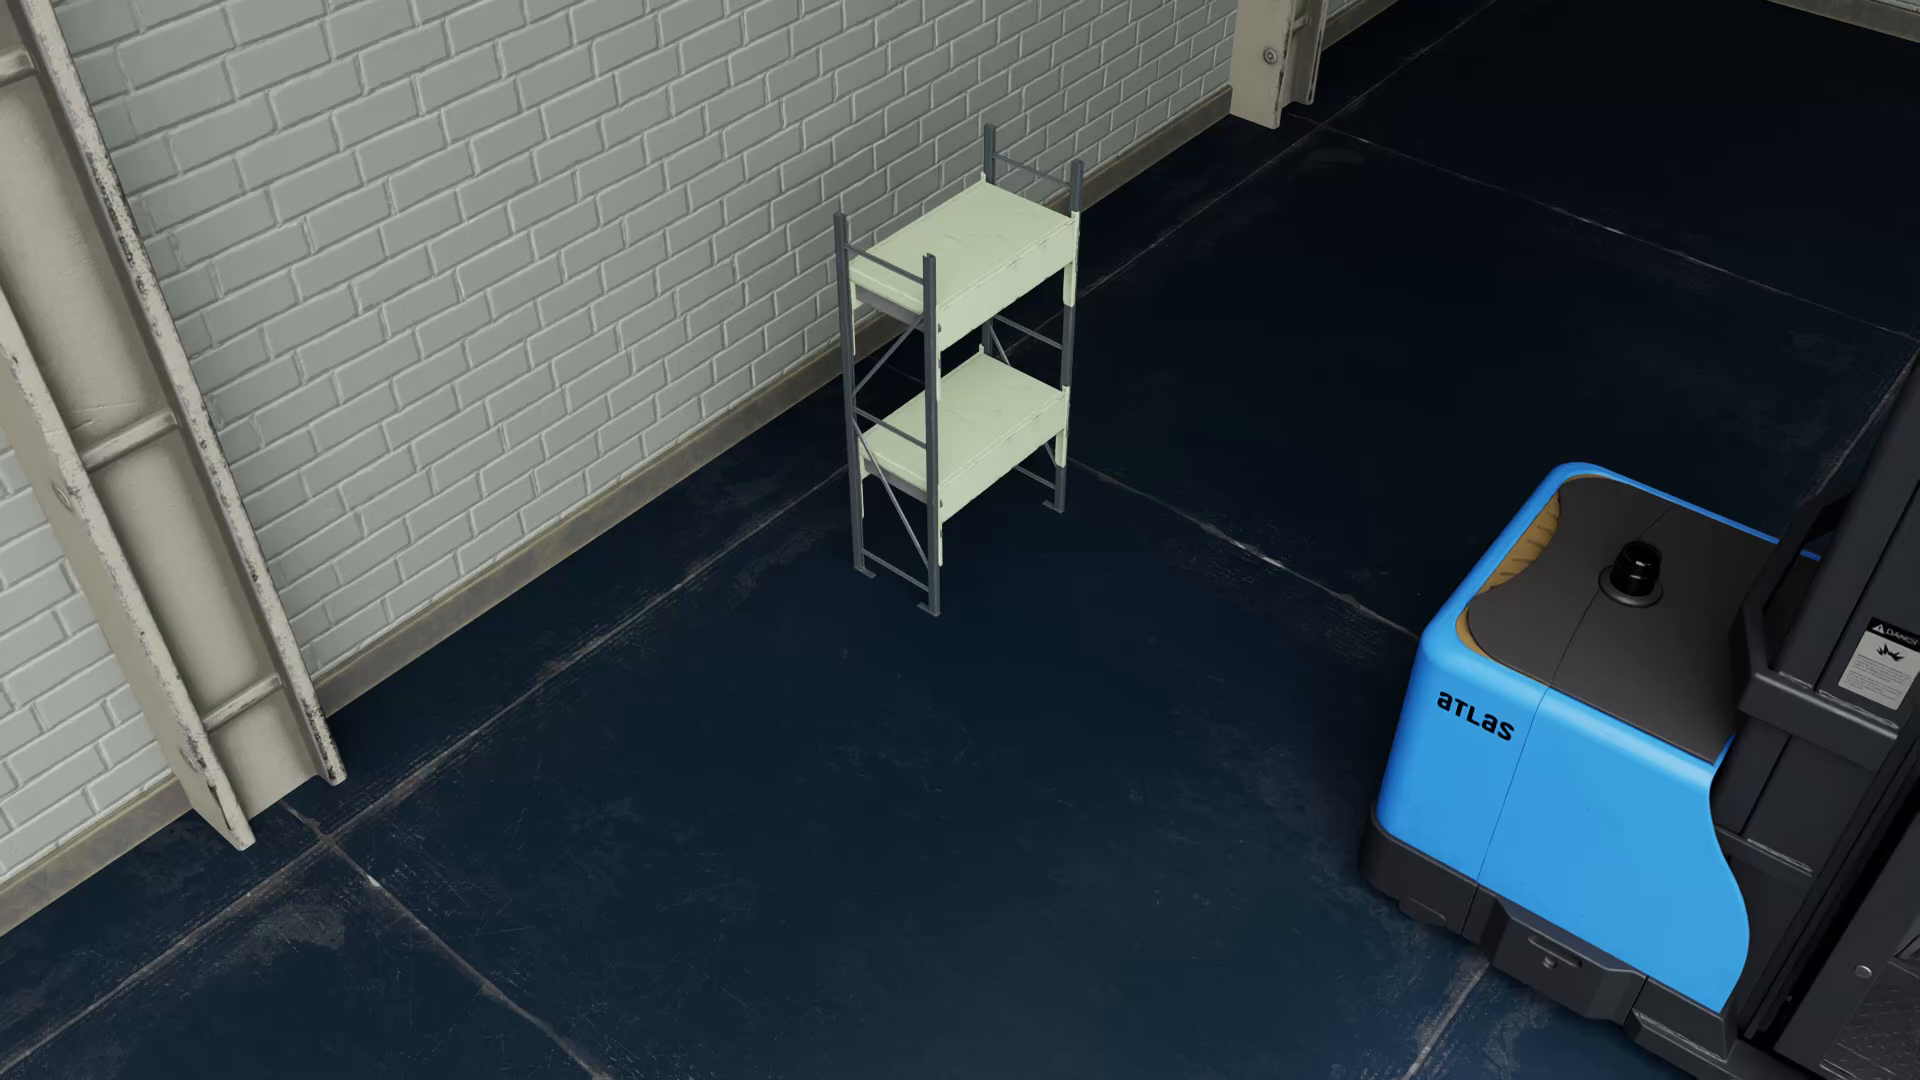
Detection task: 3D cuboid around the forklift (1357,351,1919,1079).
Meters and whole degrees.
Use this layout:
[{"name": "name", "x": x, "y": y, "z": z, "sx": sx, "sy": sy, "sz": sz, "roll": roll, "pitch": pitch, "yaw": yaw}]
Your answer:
[{"name": "forklift", "x": 2.684, "y": 0.317, "z": 3.723, "sx": 3.031, "sy": 2.935, "sz": 1.130, "roll": 28, "pitch": 49, "yaw": 27}]

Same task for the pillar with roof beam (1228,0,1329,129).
[{"name": "pillar with roof beam", "x": 4.925, "y": -3.752, "z": 3.687, "sx": 9.100, "sy": 9.000, "sz": 0.400, "roll": 29, "pitch": 50, "yaw": 28}]

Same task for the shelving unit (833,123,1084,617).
[{"name": "shelving unit", "x": 0.004, "y": -0.558, "z": 5.749, "sx": 0.431, "sy": 1.500, "sz": 0.755, "roll": 29, "pitch": 50, "yaw": 28}]

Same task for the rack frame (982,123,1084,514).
[{"name": "rack frame", "x": 0.240, "y": -0.747, "z": 5.956, "sx": 0.400, "sy": 1.500, "sz": 0.023, "roll": 29, "pitch": 50, "yaw": 28}]

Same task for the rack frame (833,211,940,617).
[{"name": "rack frame", "x": -0.231, "y": -0.370, "z": 5.542, "sx": 0.400, "sy": 1.500, "sz": 0.023, "roll": 29, "pitch": 50, "yaw": 28}]

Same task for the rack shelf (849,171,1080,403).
[{"name": "rack shelf", "x": 0.004, "y": -0.847, "z": 5.487, "sx": 0.431, "sy": 0.370, "sz": 0.720, "roll": 29, "pitch": 50, "yaw": 28}]

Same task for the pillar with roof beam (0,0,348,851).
[{"name": "pillar with roof beam", "x": 1.063, "y": -0.662, "z": 0.290, "sx": 9.100, "sy": 9.000, "sz": 0.400, "roll": 29, "pitch": 50, "yaw": 28}]

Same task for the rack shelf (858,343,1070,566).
[{"name": "rack shelf", "x": 0.004, "y": -0.317, "z": 5.969, "sx": 0.431, "sy": 0.370, "sz": 0.720, "roll": 29, "pitch": 50, "yaw": 28}]
